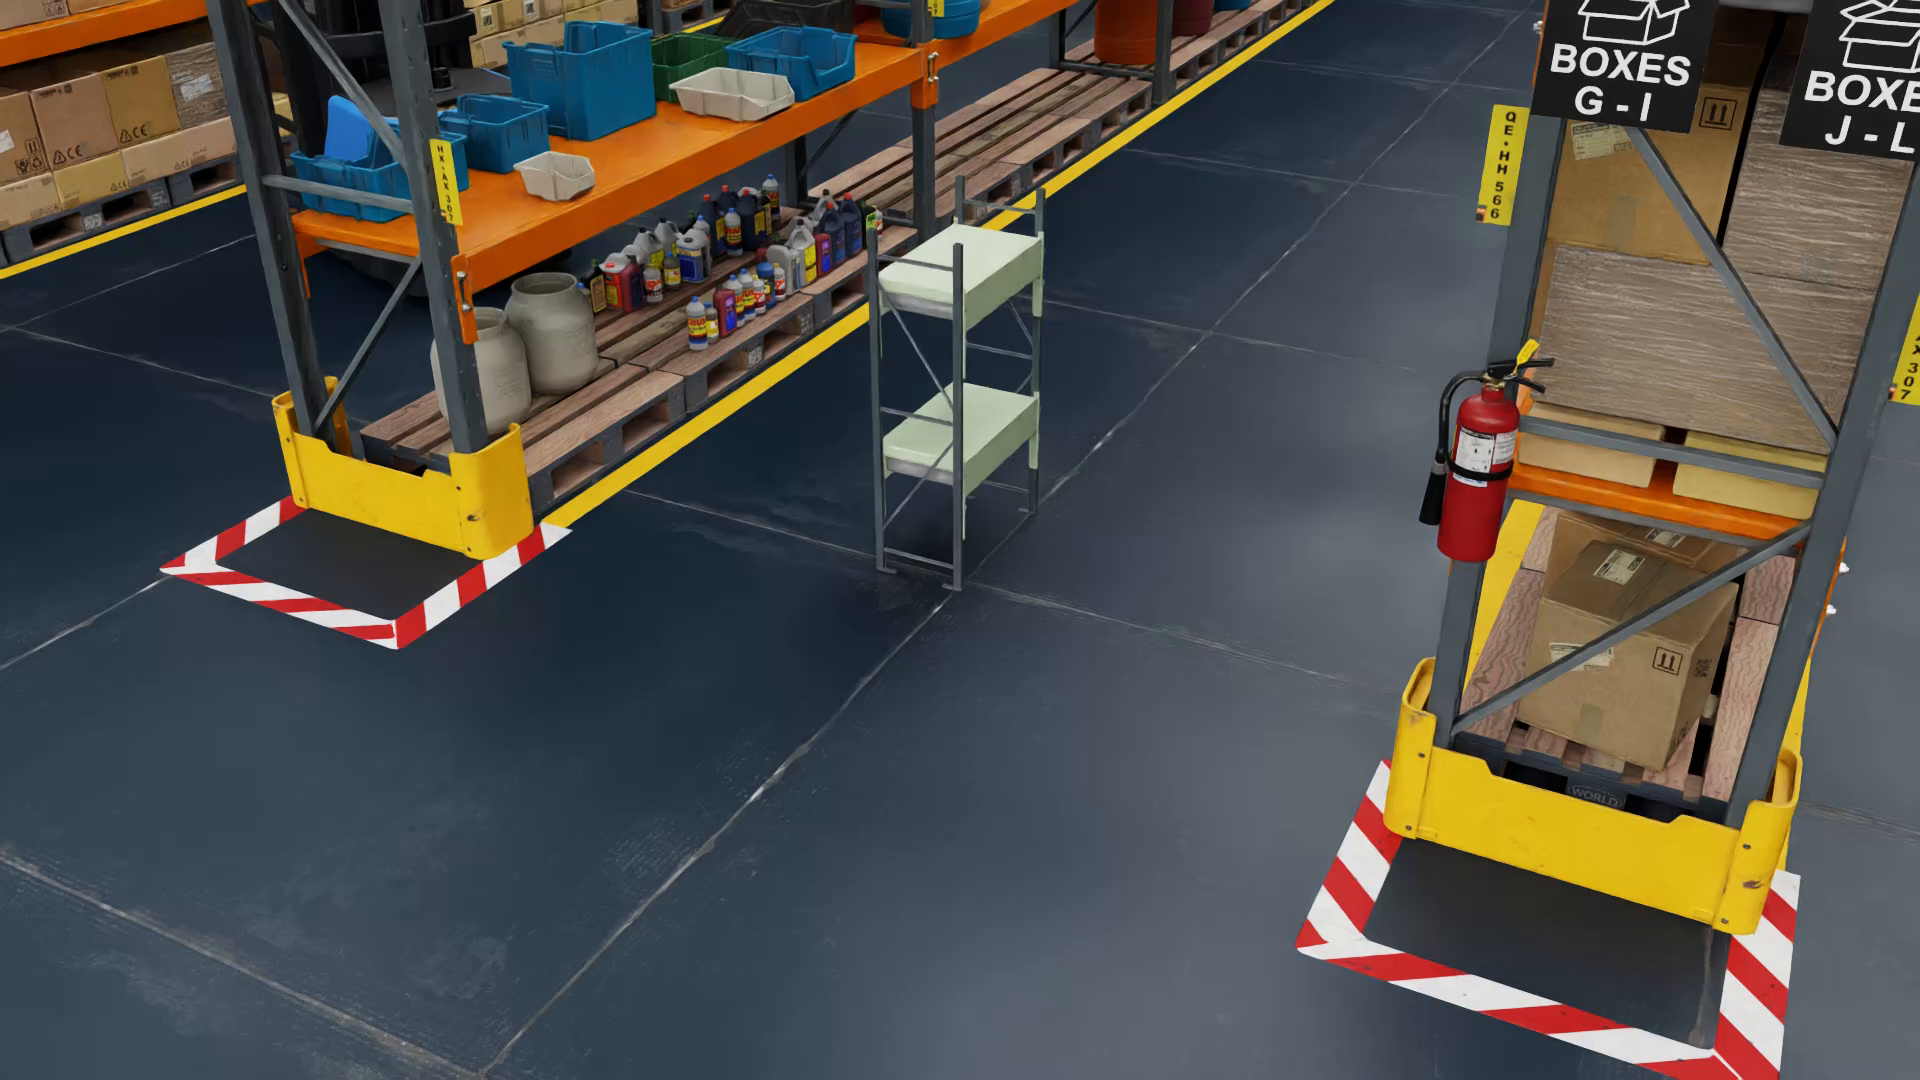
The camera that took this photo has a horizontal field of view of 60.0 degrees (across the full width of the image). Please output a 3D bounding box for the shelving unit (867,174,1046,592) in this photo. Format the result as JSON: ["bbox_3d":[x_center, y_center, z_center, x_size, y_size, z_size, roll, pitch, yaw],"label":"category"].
[{"bbox_3d":[-0.003,-0.647,6.871,0.431,1.500,0.755,14,33,23],"label":"shelving unit"}]

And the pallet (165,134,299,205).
[{"bbox_3d":[-5.429,-2.715,11.766,1.003,0.211,1.213,14,33,23],"label":"pallet"}]

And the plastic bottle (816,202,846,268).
[{"bbox_3d":[-0.746,-1.748,9.501,0.144,0.351,0.185,13,32,21],"label":"plastic bottle"}]

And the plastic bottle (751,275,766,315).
[{"bbox_3d":[-1.094,-1.320,8.904,0.097,0.201,0.097,0,30,0],"label":"plastic bottle"}]

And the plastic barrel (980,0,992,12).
[{"bbox_3d":[0.009,-3.576,10.328,0.433,0.535,0.433,0,30,0],"label":"plastic barrel"}]

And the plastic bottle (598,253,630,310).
[{"bbox_3d":[-1.858,-1.398,8.965,0.152,0.276,0.135,15,33,24],"label":"plastic bottle"}]

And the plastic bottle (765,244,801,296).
[{"bbox_3d":[-0.970,-1.502,9.146,0.152,0.276,0.135,15,33,24],"label":"plastic bottle"}]

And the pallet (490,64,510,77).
[{"bbox_3d":[-4.174,-3.937,13.893,1.003,0.211,1.213,14,33,23],"label":"pallet"}]

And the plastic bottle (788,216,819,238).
[{"bbox_3d":[-0.889,-1.738,9.558,0.152,0.276,0.135,14,33,23],"label":"plastic bottle"}]

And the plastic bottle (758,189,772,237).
[{"bbox_3d":[-1.185,-1.940,9.902,0.061,0.283,0.133,14,33,23],"label":"plastic bottle"}]

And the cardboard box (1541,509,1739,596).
[{"bbox_3d":[2.507,0.111,6.133,0.500,0.500,0.500,24,38,36],"label":"cardboard box"}]

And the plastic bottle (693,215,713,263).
[{"bbox_3d":[-1.478,-1.729,9.546,0.097,0.271,0.097,0,30,0],"label":"plastic bottle"}]

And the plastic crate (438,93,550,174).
[{"bbox_3d":[-2.181,-1.881,7.662,0.499,0.251,0.408,14,33,23],"label":"plastic crate"}]

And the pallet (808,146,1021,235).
[{"bbox_3d":[-0.298,-2.290,11.026,1.003,0.211,1.213,14,33,23],"label":"pallet"}]

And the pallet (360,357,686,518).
[{"bbox_3d":[-2.076,-0.563,8.018,1.003,0.211,1.213,14,33,23],"label":"pallet"}]

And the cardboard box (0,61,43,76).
[{"bbox_3d":[-6.201,-2.782,10.670,0.500,0.500,0.500,14,33,23],"label":"cardboard box"}]

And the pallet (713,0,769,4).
[{"bbox_3d":[-2.277,-5.693,16.951,1.003,0.211,1.213,14,33,23],"label":"pallet"}]

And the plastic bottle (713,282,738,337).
[{"bbox_3d":[-1.221,-1.211,8.633,0.061,0.283,0.133,15,33,24],"label":"plastic bottle"}]

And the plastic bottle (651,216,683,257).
[{"bbox_3d":[-1.638,-1.648,9.327,0.144,0.351,0.185,14,33,23],"label":"plastic bottle"}]

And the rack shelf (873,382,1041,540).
[{"bbox_3d":[-0.003,-0.365,7.034,0.431,0.370,0.720,14,33,23],"label":"rack shelf"}]

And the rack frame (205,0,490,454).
[{"bbox_3d":[-2.444,-1.369,6.622,1.000,3.000,0.127,14,33,23],"label":"rack frame"}]

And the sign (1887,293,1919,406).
[{"bbox_3d":[2.449,-0.498,4.235,0.100,0.325,0.005,14,33,23],"label":"sign"}]

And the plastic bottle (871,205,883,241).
[{"bbox_3d":[-0.509,-1.888,9.894,0.097,0.201,0.097,0,30,0],"label":"plastic bottle"}]

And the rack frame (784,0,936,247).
[{"bbox_3d":[-0.622,-3.142,9.710,1.000,3.000,0.127,14,33,23],"label":"rack frame"}]

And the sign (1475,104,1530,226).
[{"bbox_3d":[1.480,-1.019,4.533,0.100,0.325,0.005,14,33,23],"label":"sign"}]

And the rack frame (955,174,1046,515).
[{"bbox_3d":[0.164,-0.810,7.154,0.400,1.500,0.023,14,33,23],"label":"rack frame"}]

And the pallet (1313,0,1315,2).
[{"bbox_3d":[3.323,-5.814,17.163,1.003,0.211,1.213,14,33,23],"label":"pallet"}]

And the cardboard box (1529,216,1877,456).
[{"bbox_3d":[2.240,-0.655,4.980,0.875,0.500,0.500,14,33,23],"label":"cardboard box"}]

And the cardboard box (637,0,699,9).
[{"bbox_3d":[-2.745,-5.285,15.509,0.500,0.500,0.500,16,33,25],"label":"cardboard box"}]

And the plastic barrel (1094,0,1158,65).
[{"bbox_3d":[1.408,-4.377,13.618,0.600,0.830,0.708,14,33,23],"label":"plastic barrel"}]

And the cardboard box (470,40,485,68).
[{"bbox_3d":[-4.158,-3.836,13.258,0.500,0.250,0.500,13,32,22],"label":"cardboard box"}]

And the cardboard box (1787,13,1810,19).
[{"bbox_3d":[2.919,-1.475,5.404,0.500,0.500,0.500,14,33,23],"label":"cardboard box"}]

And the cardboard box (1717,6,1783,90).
[{"bbox_3d":[2.449,-1.595,5.613,0.500,0.500,0.500,14,33,23],"label":"cardboard box"}]

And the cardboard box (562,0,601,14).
[{"bbox_3d":[-3.458,-4.754,14.292,0.500,0.311,0.500,14,33,23],"label":"cardboard box"}]

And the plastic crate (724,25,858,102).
[{"bbox_3d":[-0.884,-2.526,8.785,0.499,0.251,0.616,14,33,23],"label":"plastic crate"}]

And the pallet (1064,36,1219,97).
[{"bbox_3d":[1.523,-4.065,14.117,1.003,0.211,1.213,14,33,23],"label":"pallet"}]

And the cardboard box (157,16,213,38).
[{"bbox_3d":[-5.519,-3.448,11.828,0.500,0.500,0.500,14,33,23],"label":"cardboard box"}]

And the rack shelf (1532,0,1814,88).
[{"bbox_3d":[2.877,-2.121,5.641,1.077,0.370,4.000,14,33,23],"label":"rack shelf"}]

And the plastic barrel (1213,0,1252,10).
[{"bbox_3d":[2.437,-5.410,15.344,0.600,0.901,0.708,14,33,23],"label":"plastic barrel"}]

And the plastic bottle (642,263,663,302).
[{"bbox_3d":[-1.675,-1.407,9.056,0.097,0.201,0.097,0,30,0],"label":"plastic bottle"}]

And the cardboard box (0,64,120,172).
[{"bbox_3d":[-5.724,-2.661,10.458,0.500,0.500,0.500,14,33,23],"label":"cardboard box"}]

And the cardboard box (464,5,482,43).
[{"bbox_3d":[-4.152,-4.078,13.115,0.500,0.311,0.500,13,32,22],"label":"cardboard box"}]

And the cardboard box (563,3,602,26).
[{"bbox_3d":[-3.461,-4.513,14.436,0.500,0.250,0.500,14,33,23],"label":"cardboard box"}]

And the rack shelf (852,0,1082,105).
[{"bbox_3d":[0.290,-3.717,11.433,1.077,0.370,4.000,14,33,23],"label":"rack shelf"}]

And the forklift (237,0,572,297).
[{"bbox_3d":[-3.724,-3.314,10.077,1.130,2.935,3.031,-24,38,-36],"label":"forklift"}]

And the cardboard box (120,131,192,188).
[{"bbox_3d":[-5.497,-2.558,11.031,0.500,0.250,0.500,14,33,23],"label":"cardboard box"}]

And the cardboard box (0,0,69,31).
[{"bbox_3d":[-5.925,-3.429,10.108,0.700,0.500,0.500,15,33,25],"label":"cardboard box"}]

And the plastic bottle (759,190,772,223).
[{"bbox_3d":[-1.203,-2.033,10.146,0.097,0.201,0.097,0,30,0],"label":"plastic bottle"}]

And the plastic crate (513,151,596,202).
[{"bbox_3d":[-1.750,-1.578,7.251,0.298,0.136,0.250,14,33,23],"label":"plastic crate"}]

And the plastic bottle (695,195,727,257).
[{"bbox_3d":[-1.445,-1.837,9.655,0.144,0.351,0.185,13,32,21],"label":"plastic bottle"}]
